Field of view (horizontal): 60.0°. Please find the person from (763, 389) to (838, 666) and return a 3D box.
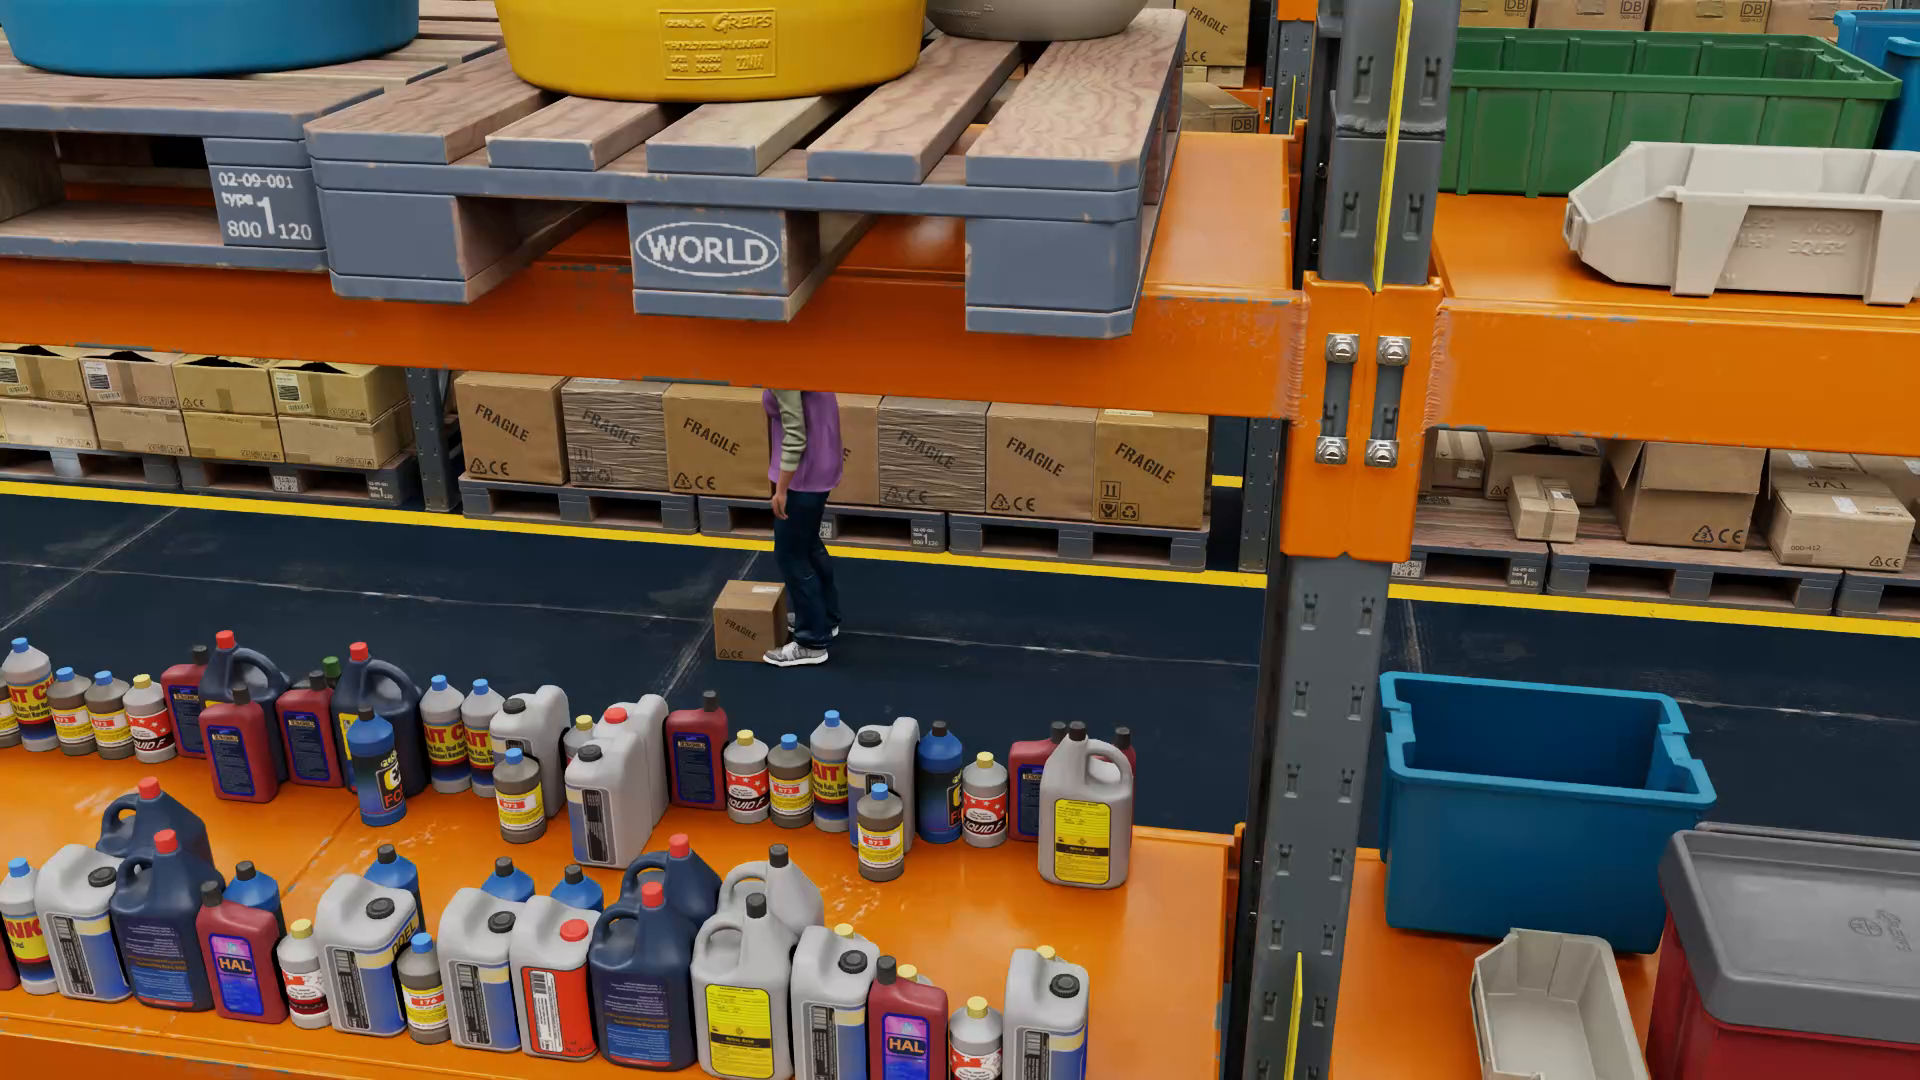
[{"bbox_3d":[-0.644,-0.145,6.709,0.318,1.352,0.469,4,26,8],"label":"person"}]
